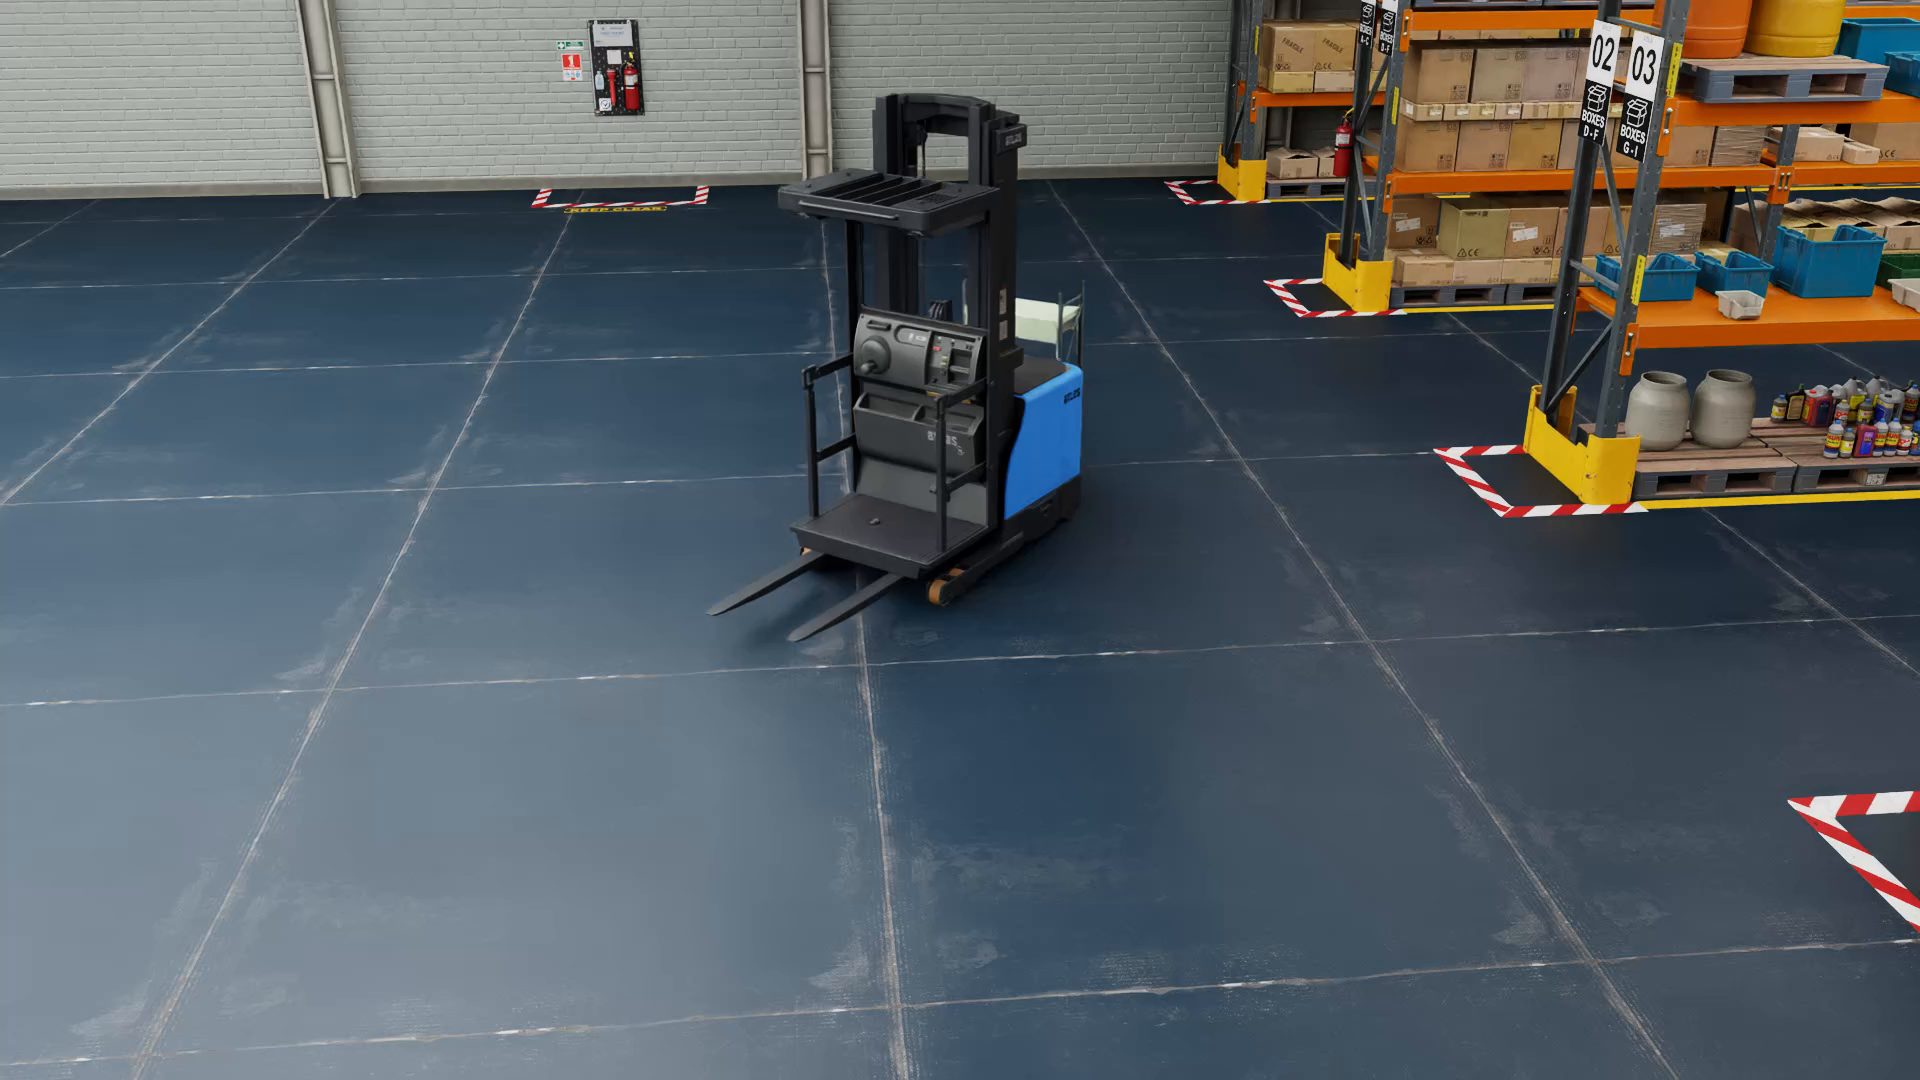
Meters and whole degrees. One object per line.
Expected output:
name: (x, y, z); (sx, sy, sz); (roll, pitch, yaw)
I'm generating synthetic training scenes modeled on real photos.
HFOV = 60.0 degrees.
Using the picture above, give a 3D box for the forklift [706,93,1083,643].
forklift: (-0.381, -1.146, 10.221); (1.130, 2.935, 3.031); (15, 28, 30)

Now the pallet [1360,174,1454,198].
pallet: (5.615, -4.635, 21.417); (1.213, 0.211, 1.003); (-2, 24, -5)

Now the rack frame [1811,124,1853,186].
rack frame: (11.477, -6.160, 21.415); (0.127, 3.000, 1.000); (-2, 24, -5)

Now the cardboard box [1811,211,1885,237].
cardboard box: (8.921, -3.123, 16.761); (0.500, 0.311, 0.500); (-3, 24, -6)

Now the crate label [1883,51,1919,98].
crate label: (6.385, -3.080, 10.976); (0.408, 0.251, 0.502); (-2, 24, -5)

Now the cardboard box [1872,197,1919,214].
cardboard box: (9.876, -3.382, 17.345); (0.500, 0.311, 0.500); (-3, 24, -6)

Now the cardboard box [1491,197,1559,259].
cardboard box: (5.556, -3.094, 16.462); (0.500, 0.500, 0.500); (-2, 24, -5)

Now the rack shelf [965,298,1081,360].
rack shelf: (0.449, -1.493, 11.801); (0.720, 0.370, 0.431); (12, 27, 25)

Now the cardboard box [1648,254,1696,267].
cardboard box: (7.048, -2.810, 16.748); (0.500, 0.250, 0.500); (-2, 24, -5)

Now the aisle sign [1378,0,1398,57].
aisle sign: (3.971, -4.900, 15.380); (0.004, 0.787, 0.394); (-2, 24, -5)

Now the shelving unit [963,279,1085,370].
shelving unit: (0.449, -1.136, 11.959); (0.755, 1.500, 0.431); (12, 27, 25)

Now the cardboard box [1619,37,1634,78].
cardboard box: (6.545, -4.576, 16.131); (0.500, 0.500, 0.700); (-2, 24, -5)

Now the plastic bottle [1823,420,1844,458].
plastic bottle: (6.324, -0.737, 12.031); (0.097, 0.271, 0.097); (0, 24, 0)

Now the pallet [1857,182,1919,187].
pallet: (12.269, -4.886, 21.984); (1.213, 0.211, 1.003); (-2, 24, -5)

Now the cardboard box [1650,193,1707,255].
cardboard box: (7.048, -3.154, 16.597); (0.500, 0.500, 0.500); (-2, 24, -5)

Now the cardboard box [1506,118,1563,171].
cardboard box: (5.489, -3.938, 16.293); (0.500, 0.500, 0.700); (-2, 24, -5)

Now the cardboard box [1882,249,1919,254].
cardboard box: (9.437, -2.891, 16.929); (0.500, 0.250, 0.500); (-3, 24, -7)

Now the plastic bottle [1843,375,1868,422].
plastic bottle: (6.830, -1.090, 12.728); (0.185, 0.351, 0.144); (-1, 24, -3)

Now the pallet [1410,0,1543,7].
pallet: (4.713, -5.186, 15.641); (1.213, 0.211, 1.003); (-2, 24, -5)

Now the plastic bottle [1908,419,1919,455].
plastic bottle: (6.967, -0.762, 12.089); (0.097, 0.271, 0.097); (0, 24, 0)

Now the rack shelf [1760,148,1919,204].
rack shelf: (9.977, -3.749, 16.877); (4.000, 0.370, 1.077); (-2, 24, -5)

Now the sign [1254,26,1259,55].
sign: (3.569, -6.016, 20.027); (0.005, 0.325, 0.100); (-2, 24, -5)

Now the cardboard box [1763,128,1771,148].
cardboard box: (10.242, -5.195, 21.781); (0.500, 0.500, 0.700); (-2, 24, -5)

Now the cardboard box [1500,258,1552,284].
cardboard box: (5.557, -2.746, 16.604); (0.500, 0.250, 0.500); (-2, 24, -5)

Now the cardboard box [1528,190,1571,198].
cardboard box: (6.002, -3.323, 16.979); (0.500, 0.500, 0.500); (-2, 24, -5)

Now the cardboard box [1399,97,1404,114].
cardboard box: (4.368, -4.272, 16.248); (0.250, 0.149, 0.380); (-3, 24, -6)

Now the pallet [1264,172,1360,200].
pallet: (4.403, -4.587, 21.310); (1.213, 0.211, 1.003); (-2, 24, -5)

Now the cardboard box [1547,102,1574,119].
cardboard box: (5.700, -4.161, 15.997); (0.250, 0.149, 0.380); (-3, 24, -6)

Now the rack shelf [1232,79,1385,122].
rack shelf: (5.506, -5.591, 21.022); (4.000, 0.370, 1.077); (-2, 24, -5)

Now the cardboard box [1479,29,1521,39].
cardboard box: (6.560, -6.117, 20.556); (0.500, 0.500, 0.500); (-2, 24, -5)

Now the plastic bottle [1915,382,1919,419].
plastic bottle: (7.438, -1.114, 12.783); (0.185, 0.351, 0.144); (-3, 24, -7)

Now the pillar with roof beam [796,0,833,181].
pillar with roof beam: (-1.420, -6.980, 15.874); (0.400, 9.000, 9.100); (-2, 24, -5)

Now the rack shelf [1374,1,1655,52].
rack shelf: (5.997, -4.960, 15.908); (4.000, 0.370, 1.077); (-2, 24, -5)

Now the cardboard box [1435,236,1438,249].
cardboard box: (5.007, -2.939, 17.038); (0.500, 0.250, 0.500); (-2, 24, -5)

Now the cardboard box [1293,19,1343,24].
cardboard box: (4.466, -6.244, 20.842); (0.500, 0.500, 0.500); (-2, 24, -4)

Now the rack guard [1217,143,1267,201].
rack guard: (3.591, -4.701, 21.211); (0.348, 0.500, 1.175); (-2, 24, -5)

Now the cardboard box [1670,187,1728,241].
cardboard box: (7.495, -3.384, 17.115); (0.500, 0.500, 0.500); (-2, 24, -5)

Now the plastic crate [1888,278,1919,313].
plastic crate: (6.879, -1.708, 11.724); (0.437, 0.136, 0.530); (-2, 24, -5)

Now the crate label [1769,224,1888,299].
crate label: (6.295, -2.035, 12.091); (0.616, 0.435, 0.502); (-2, 24, -5)

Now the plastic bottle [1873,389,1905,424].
plastic bottle: (7.055, -1.004, 12.628); (0.135, 0.276, 0.152); (-2, 24, -5)

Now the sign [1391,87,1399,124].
sign: (4.055, -4.045, 15.495); (0.005, 0.325, 0.100); (-2, 24, -5)

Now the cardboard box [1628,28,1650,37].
cardboard box: (8.563, -6.273, 21.004); (0.500, 0.500, 0.700); (0, 24, 0)

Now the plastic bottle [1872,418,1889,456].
plastic bottle: (6.666, -0.750, 12.062); (0.097, 0.271, 0.097); (0, 24, 0)

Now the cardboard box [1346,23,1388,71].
cardboard box: (5.028, -6.055, 20.416); (0.500, 0.500, 0.500); (-3, 24, -7)

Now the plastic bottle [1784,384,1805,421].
plastic bottle: (6.389, -1.058, 12.740); (0.133, 0.283, 0.061); (-2, 24, -4)

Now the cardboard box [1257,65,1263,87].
cardboard box: (3.962, -5.878, 20.941); (0.500, 0.250, 0.500); (-2, 24, -4)

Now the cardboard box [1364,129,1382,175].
cardboard box: (5.515, -4.922, 21.167); (0.500, 0.500, 0.700); (-4, 24, -8)

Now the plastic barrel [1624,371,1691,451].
plastic barrel: (5.137, -0.948, 12.236); (0.421, 0.512, 0.421); (0, 24, 0)

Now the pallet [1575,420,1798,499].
pallet: (5.370, -0.614, 12.371); (1.213, 0.211, 1.003); (-2, 24, -5)

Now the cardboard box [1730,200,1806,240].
cardboard box: (8.362, -3.322, 17.208); (0.500, 0.311, 0.500); (-2, 24, -5)

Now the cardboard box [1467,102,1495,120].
cardboard box: (4.929, -4.130, 15.927); (0.250, 0.149, 0.380); (-2, 24, -5)

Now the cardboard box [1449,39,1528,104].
cardboard box: (5.048, -4.515, 15.995); (0.500, 0.500, 0.700); (-3, 24, -7)

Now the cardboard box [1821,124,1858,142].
cardboard box: (8.844, -4.046, 16.825); (0.258, 0.266, 0.396); (-3, 24, -6)

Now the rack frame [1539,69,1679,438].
rack frame: (4.490, -1.836, 11.687); (0.127, 3.000, 1.000); (-2, 24, -5)

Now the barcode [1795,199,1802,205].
barcode: (8.282, -3.337, 16.419); (0.075, 0.075, 0.001); (-2, 24, -5)

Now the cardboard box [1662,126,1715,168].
cardboard box: (7.022, -4.000, 16.432); (0.500, 0.500, 0.700); (-3, 24, -6)

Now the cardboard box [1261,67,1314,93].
cardboard box: (4.033, -5.672, 20.478); (0.500, 0.250, 0.500); (-3, 24, -7)
